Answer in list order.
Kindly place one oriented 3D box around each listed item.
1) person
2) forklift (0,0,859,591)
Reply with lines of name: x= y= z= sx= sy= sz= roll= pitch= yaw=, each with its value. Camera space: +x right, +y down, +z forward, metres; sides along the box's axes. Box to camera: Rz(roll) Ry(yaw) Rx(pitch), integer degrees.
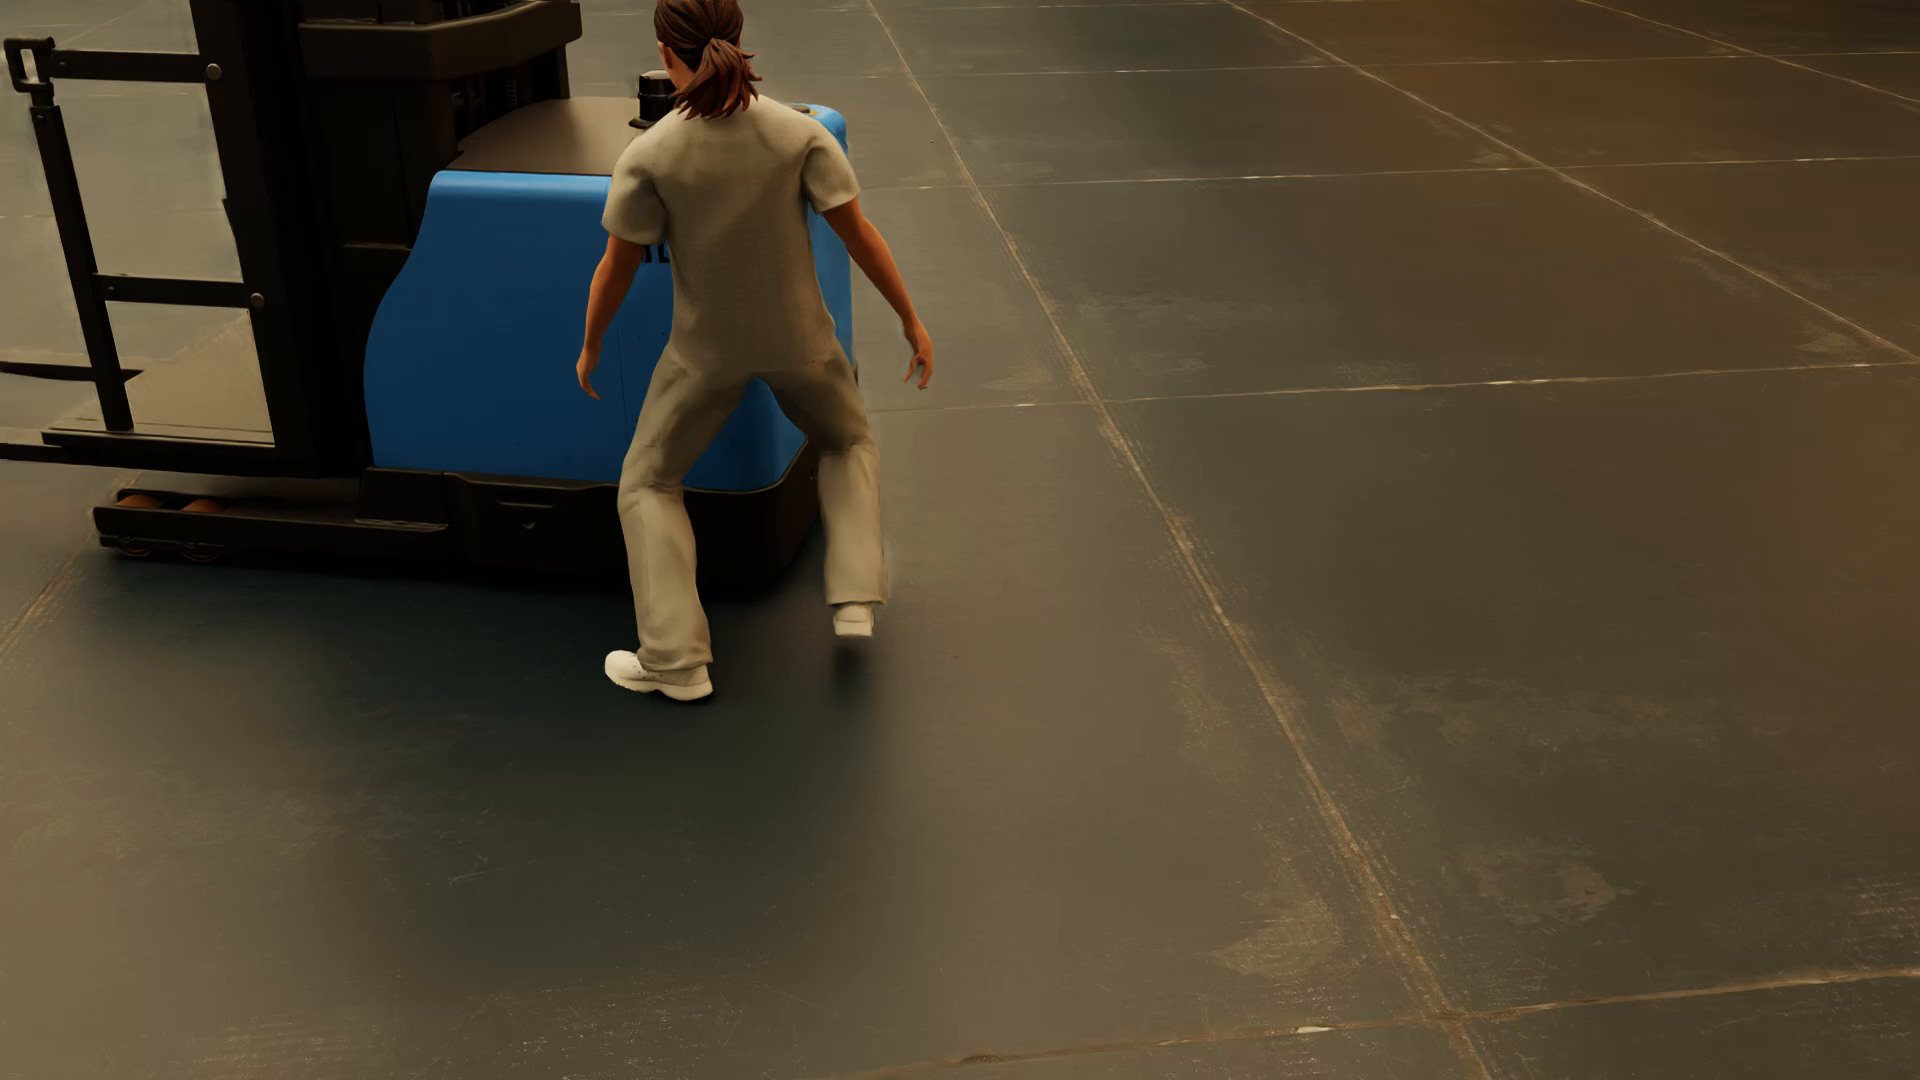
person: x=-0.461 y=-0.442 z=3.713 sx=0.797 sy=1.589 sz=0.494 roll=-3 pitch=26 yaw=-7
forklift: x=-1.870 y=-1.481 z=4.303 sx=3.031 sy=2.935 sz=1.130 roll=4 pitch=26 yaw=9
